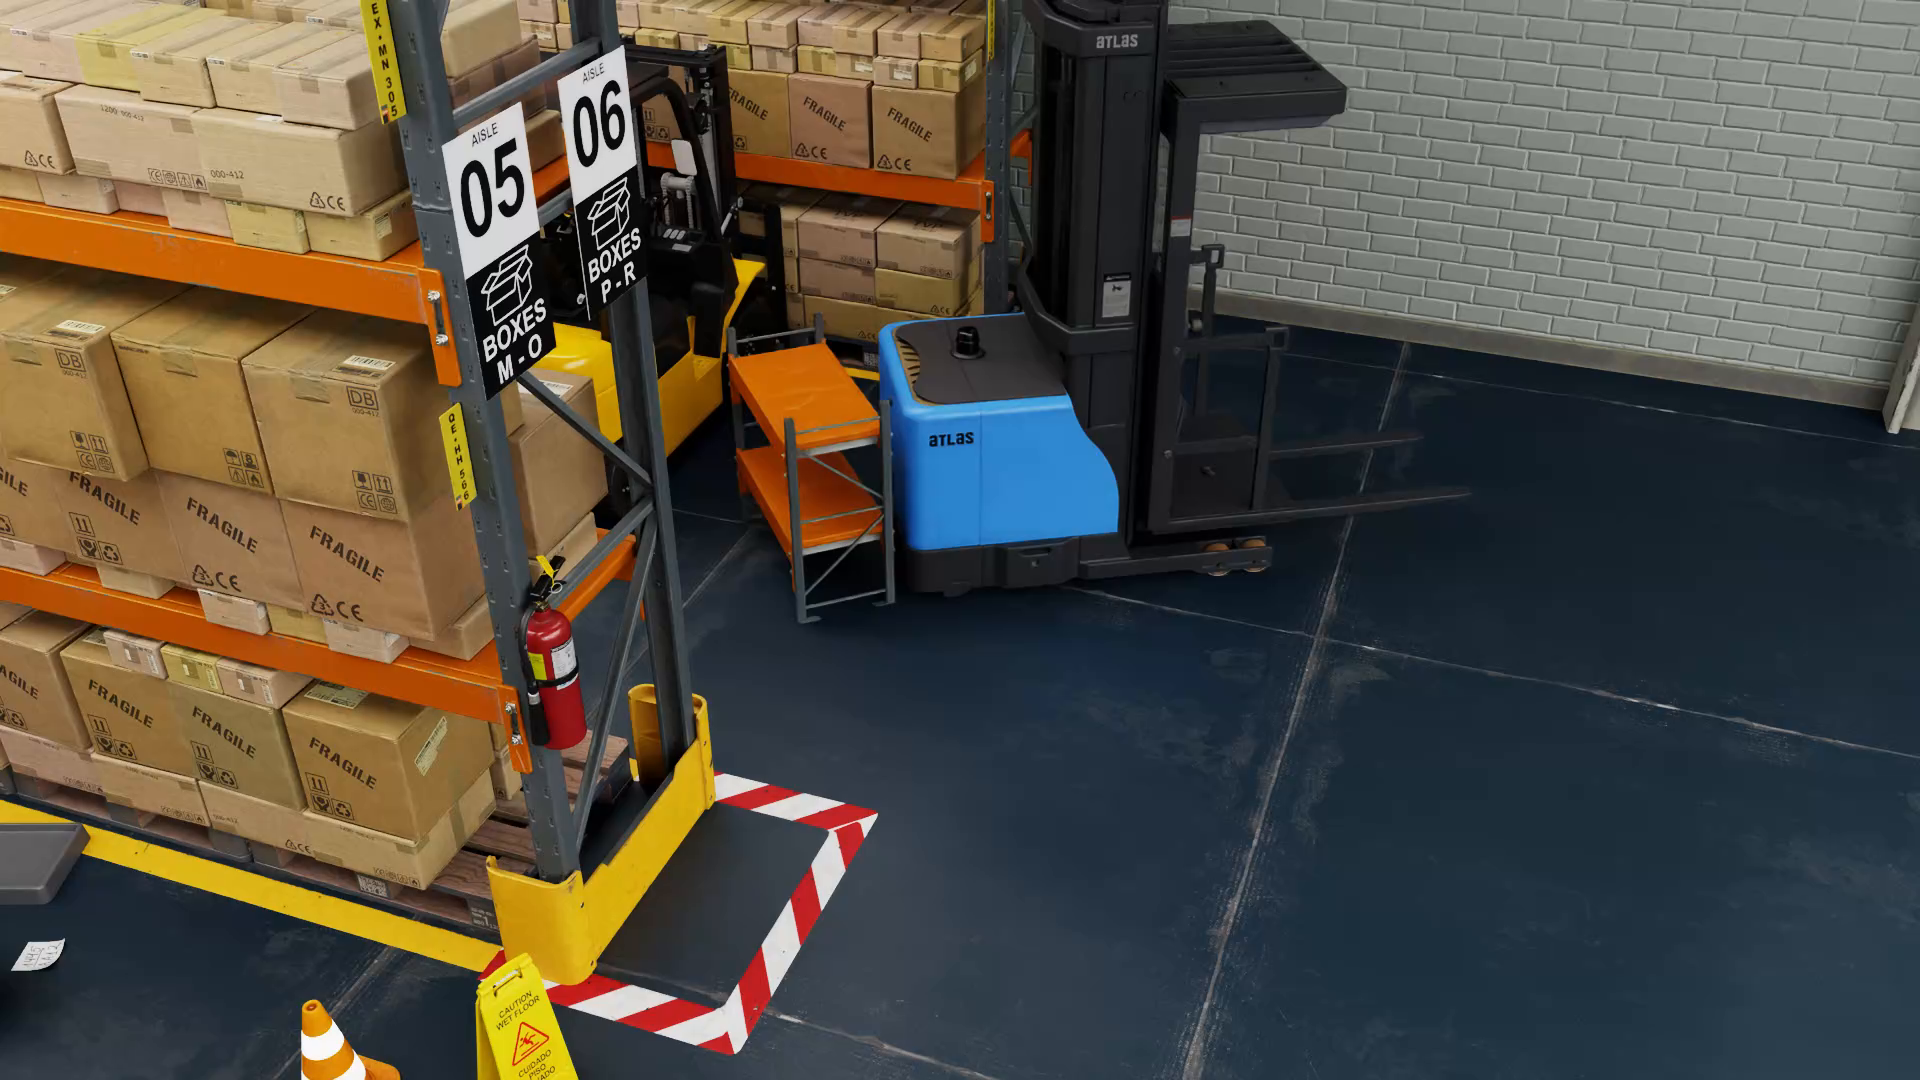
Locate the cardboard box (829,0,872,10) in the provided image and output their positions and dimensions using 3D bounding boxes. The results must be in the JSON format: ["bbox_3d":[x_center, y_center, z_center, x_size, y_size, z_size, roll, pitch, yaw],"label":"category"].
[{"bbox_3d":[-0.594,-3.213,9.997,0.250,0.149,0.380,11,35,17],"label":"cardboard box"}]

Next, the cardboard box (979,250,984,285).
[{"bbox_3d":[-0.006,-1.868,10.564,0.500,0.250,0.500,12,35,17],"label":"cardboard box"}]

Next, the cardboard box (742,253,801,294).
[{"bbox_3d":[-1.159,-1.786,10.438,0.500,0.250,0.500,10,34,15],"label":"cardboard box"}]

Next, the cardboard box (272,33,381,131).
[{"bbox_3d":[-1.723,-1.310,4.744,0.250,0.149,0.380,11,35,17],"label":"cardboard box"}]

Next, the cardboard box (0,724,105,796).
[{"bbox_3d":[-3.599,0.771,6.938,0.500,0.250,0.500,11,34,16],"label":"cardboard box"}]

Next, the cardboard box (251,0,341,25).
[{"bbox_3d":[-2.028,-1.683,5.322,0.250,0.149,0.380,11,34,16],"label":"cardboard box"}]

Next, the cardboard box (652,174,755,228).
[{"bbox_3d":[-1.608,-2.085,10.440,0.500,0.250,0.500,10,34,15],"label":"cardboard box"}]

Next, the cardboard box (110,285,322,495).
[{"bbox_3d":[-2.333,-0.575,5.586,0.500,0.500,0.700,11,35,17],"label":"cardboard box"}]

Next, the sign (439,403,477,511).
[{"bbox_3d":[-1.511,-0.249,5.011,0.005,0.325,0.100,11,34,16],"label":"sign"}]

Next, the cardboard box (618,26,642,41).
[{"bbox_3d":[-1.993,-3.049,10.017,0.250,0.149,0.380,10,34,15],"label":"cardboard box"}]

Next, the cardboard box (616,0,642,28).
[{"bbox_3d":[-1.960,-3.211,9.993,0.250,0.149,0.380,11,34,16],"label":"cardboard box"}]

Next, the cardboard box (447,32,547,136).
[{"bbox_3d":[-1.688,-1.459,5.343,0.500,0.250,0.500,10,34,16],"label":"cardboard box"}]

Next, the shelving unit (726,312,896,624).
[{"bbox_3d":[-0.748,-0.375,8.294,0.538,1.125,1.048,-12,35,-18],"label":"shelving unit"}]

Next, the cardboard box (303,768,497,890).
[{"bbox_3d":[-2.179,1.055,6.499,0.500,0.250,0.500,11,34,16],"label":"cardboard box"}]

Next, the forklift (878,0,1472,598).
[{"bbox_3d":[1.136,-1.324,8.099,3.031,2.935,1.130,-6,33,-8],"label":"forklift"}]

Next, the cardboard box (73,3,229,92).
[{"bbox_3d":[-2.420,-1.487,5.018,0.250,0.149,0.380,11,35,17],"label":"cardboard box"}]

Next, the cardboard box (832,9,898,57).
[{"bbox_3d":[-0.540,-2.905,9.520,0.250,0.149,0.380,12,35,18],"label":"cardboard box"}]

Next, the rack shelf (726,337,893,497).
[{"bbox_3d":[-0.748,-0.621,8.135,0.538,0.278,1.000,-12,35,-18],"label":"rack shelf"}]

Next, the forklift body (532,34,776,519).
[{"bbox_3d":[-2.034,-1.503,9.095,1.214,2.155,2.313,11,34,16],"label":"forklift body"}]

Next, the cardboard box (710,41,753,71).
[{"bbox_3d":[-1.271,-2.901,9.788,0.250,0.149,0.380,11,35,17],"label":"cardboard box"}]

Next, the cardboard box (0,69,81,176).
[{"bbox_3d":[-2.841,-1.372,5.209,0.500,0.250,0.500,12,35,18],"label":"cardboard box"}]

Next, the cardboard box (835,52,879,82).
[{"bbox_3d":[-0.529,-2.790,9.615,0.250,0.149,0.380,12,35,17],"label":"cardboard box"}]

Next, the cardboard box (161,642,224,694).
[{"bbox_3d":[-2.751,0.388,6.242,0.250,0.149,0.380,12,35,17],"label":"cardboard box"}]

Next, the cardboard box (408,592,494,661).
[{"bbox_3d":[-1.729,0.237,5.849,0.250,0.149,0.380,12,35,18],"label":"cardboard box"}]

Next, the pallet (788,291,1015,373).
[{"bbox_3d":[-0.368,-1.391,10.710,1.213,0.211,1.003,11,34,16],"label":"pallet"}]

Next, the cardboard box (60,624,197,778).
[{"bbox_3d":[-3.112,0.551,6.587,0.500,0.500,0.500,10,34,15],"label":"cardboard box"}]

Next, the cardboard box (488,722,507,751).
[{"bbox_3d":[-1.993,0.462,6.726,0.500,0.500,0.500,10,34,15],"label":"cardboard box"}]

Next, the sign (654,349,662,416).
[{"bbox_3d":[-1.122,-0.550,6.038,0.005,0.325,0.100,11,34,16],"label":"sign"}]

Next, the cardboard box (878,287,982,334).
[{"bbox_3d":[-0.183,-1.390,10.286,0.500,0.250,0.500,11,35,17],"label":"cardboard box"}]

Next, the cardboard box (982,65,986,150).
[{"bbox_3d":[-0.006,-2.719,10.103,0.500,0.500,0.500,12,35,18],"label":"cardboard box"}]

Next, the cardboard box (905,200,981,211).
[{"bbox_3d":[-0.022,-2.070,10.417,0.500,0.250,0.500,10,34,16],"label":"cardboard box"}]

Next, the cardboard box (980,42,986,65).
[{"bbox_3d":[0.134,-2.953,9.869,0.250,0.149,0.380,10,34,15],"label":"cardboard box"}]

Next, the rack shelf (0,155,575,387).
[{"bbox_3d":[-3.188,-1.233,5.792,4.000,0.370,1.077,11,34,16],"label":"rack shelf"}]

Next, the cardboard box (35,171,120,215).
[{"bbox_3d":[-2.686,-1.183,5.283,0.250,0.149,0.380,11,34,16],"label":"cardboard box"}]

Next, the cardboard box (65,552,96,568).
[{"bbox_3d":[-3.161,-0.052,6.297,0.250,0.149,0.380,11,34,16],"label":"cardboard box"}]

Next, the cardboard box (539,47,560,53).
[{"bbox_3d":[-2.574,-2.917,10.410,0.500,0.500,0.500,12,35,17],"label":"cardboard box"}]

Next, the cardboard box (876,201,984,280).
[{"bbox_3d":[-0.172,-1.811,10.015,0.500,0.250,0.500,12,35,18],"label":"cardboard box"}]

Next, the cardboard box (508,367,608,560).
[{"bbox_3d":[-1.657,-0.304,6.090,0.500,0.500,0.500,10,34,16],"label":"cardboard box"}]

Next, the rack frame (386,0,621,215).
[{"bbox_3d":[-1.305,-2.429,4.216,0.127,3.000,1.000,11,34,16],"label":"rack frame"}]

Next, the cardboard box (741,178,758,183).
[{"bbox_3d":[-1.441,-2.354,10.857,0.500,0.250,0.500,10,34,16],"label":"cardboard box"}]

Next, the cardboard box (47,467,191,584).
[{"bbox_3d":[-2.848,-0.222,5.962,0.500,0.500,0.500,11,34,16],"label":"cardboard box"}]

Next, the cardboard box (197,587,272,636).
[{"bbox_3d":[-2.492,0.158,5.971,0.250,0.149,0.380,12,35,17],"label":"cardboard box"}]

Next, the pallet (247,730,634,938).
[{"bbox_3d":[-2.129,1.082,6.880,1.213,0.211,1.003,11,34,16],"label":"pallet"}]

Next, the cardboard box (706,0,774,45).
[{"bbox_3d":[-1.277,-3.024,9.704,0.250,0.149,0.380,12,35,17],"label":"cardboard box"}]

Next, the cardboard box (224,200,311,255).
[{"bbox_3d":[-1.980,-1.015,5.023,0.250,0.149,0.380,11,35,17],"label":"cardboard box"}]

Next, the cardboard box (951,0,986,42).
[{"bbox_3d":[0.122,-3.054,9.751,0.250,0.149,0.380,10,34,16],"label":"cardboard box"}]

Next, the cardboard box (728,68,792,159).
[{"bbox_3d":[-1.153,-2.636,9.974,0.500,0.500,0.500,10,34,16],"label":"cardboard box"}]

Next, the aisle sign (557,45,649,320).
[{"bbox_3d":[-1.142,-1.148,5.366,0.004,0.787,0.394,11,34,16],"label":"aisle sign"}]

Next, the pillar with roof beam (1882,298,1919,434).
[{"bbox_3d":[4.211,-2.256,3.948,0.400,9.000,9.100,11,34,16],"label":"pillar with roof beam"}]
